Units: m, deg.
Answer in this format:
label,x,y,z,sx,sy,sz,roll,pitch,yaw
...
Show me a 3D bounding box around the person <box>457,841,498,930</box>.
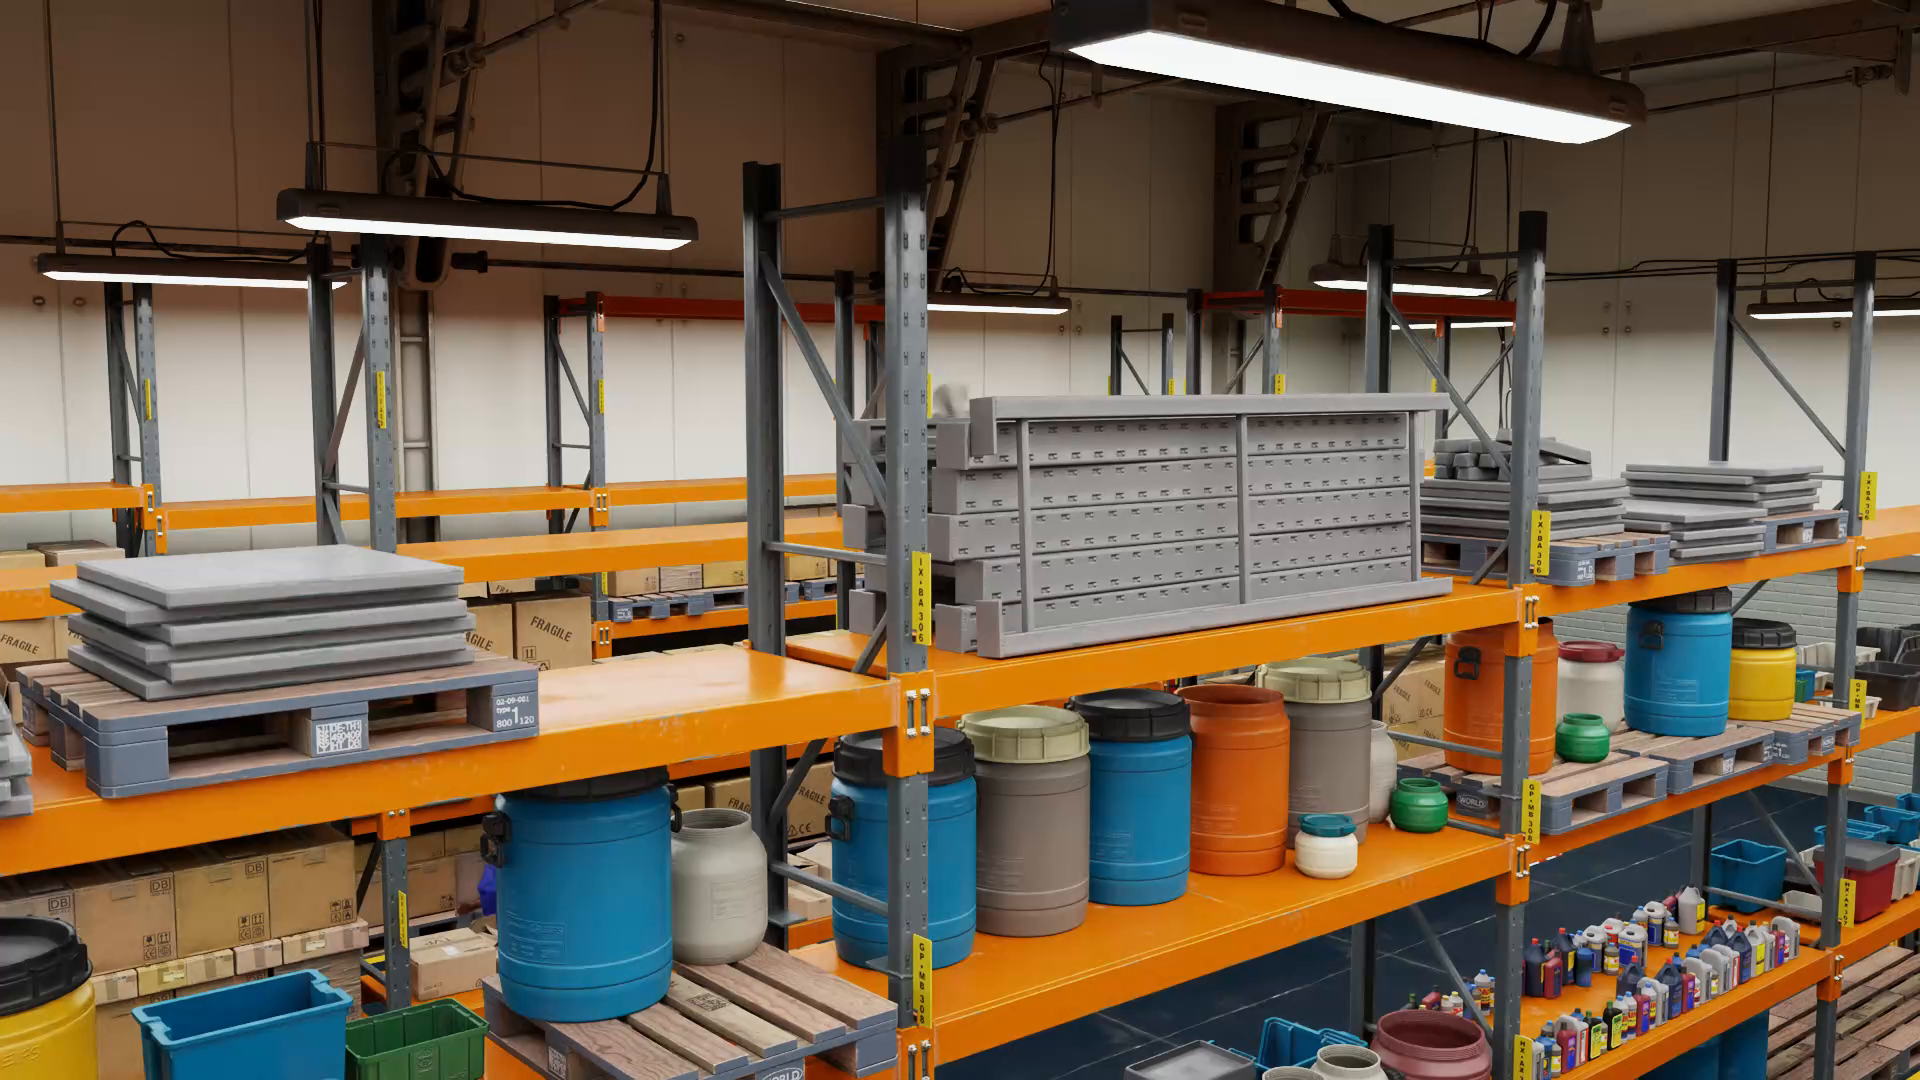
label,x,y,z,sx,sy,sz,roll,pitch,yaw
person,-3.619,3.102,13.017,0.561,1.636,0.599,4,7,38
